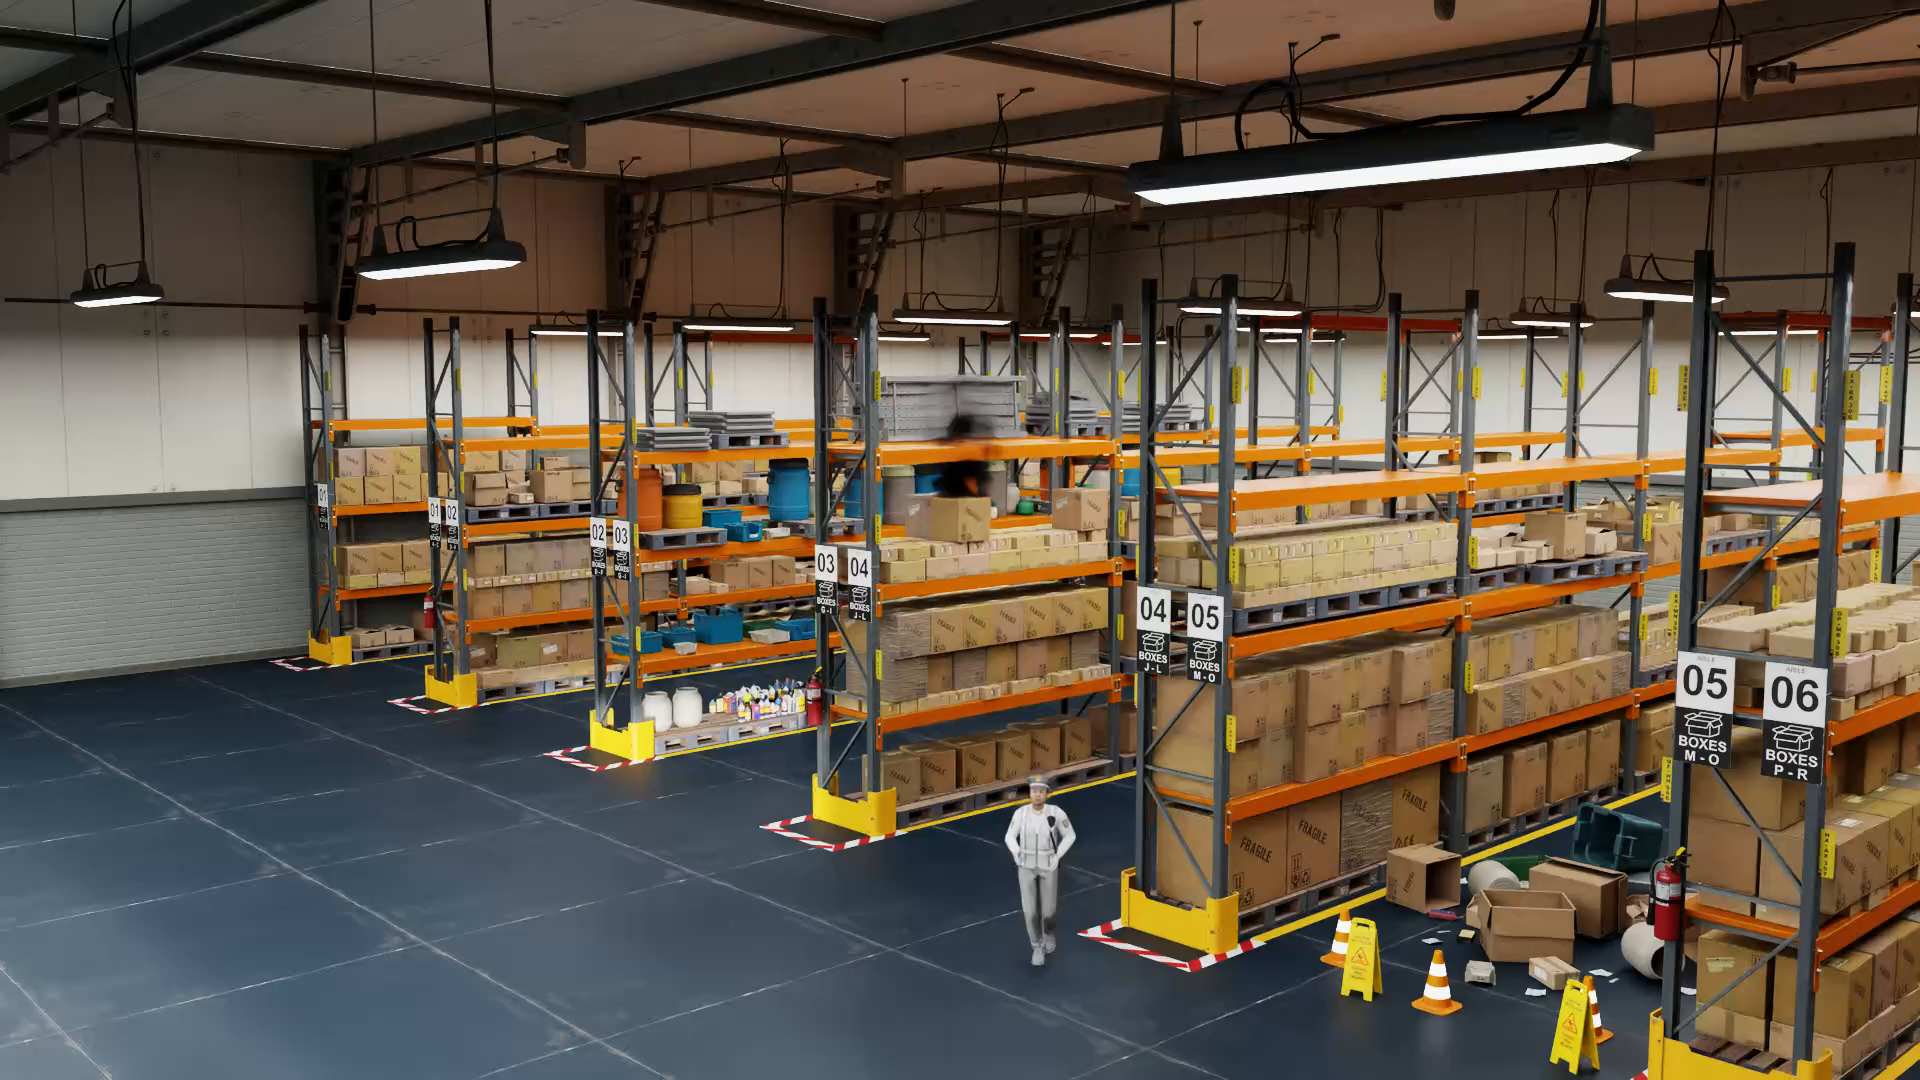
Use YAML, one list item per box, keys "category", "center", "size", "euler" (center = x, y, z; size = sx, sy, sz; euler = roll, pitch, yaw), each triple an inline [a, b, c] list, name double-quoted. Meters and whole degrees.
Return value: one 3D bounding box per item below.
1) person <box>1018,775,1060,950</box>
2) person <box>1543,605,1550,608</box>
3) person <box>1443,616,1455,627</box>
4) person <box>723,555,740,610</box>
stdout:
- category: "person"
  center: [0.696, 2.839, 14.609]
  size: [0.369, 1.593, 0.432]
  euler: [1, 6, 7]
- category: "person"
  center: [9.309, 1.686, 26.129]
  size: [0.670, 1.248, 0.580]
  euler: [4, 7, 37]
- category: "person"
  center: [7.272, 1.879, 24.623]
  size: [0.604, 1.614, 0.586]
  euler: [5, 8, 41]
- category: "person"
  center: [-4.456, 1.033, 32.178]
  size: [0.551, 1.604, 0.638]
  euler: [-5, 8, -42]
